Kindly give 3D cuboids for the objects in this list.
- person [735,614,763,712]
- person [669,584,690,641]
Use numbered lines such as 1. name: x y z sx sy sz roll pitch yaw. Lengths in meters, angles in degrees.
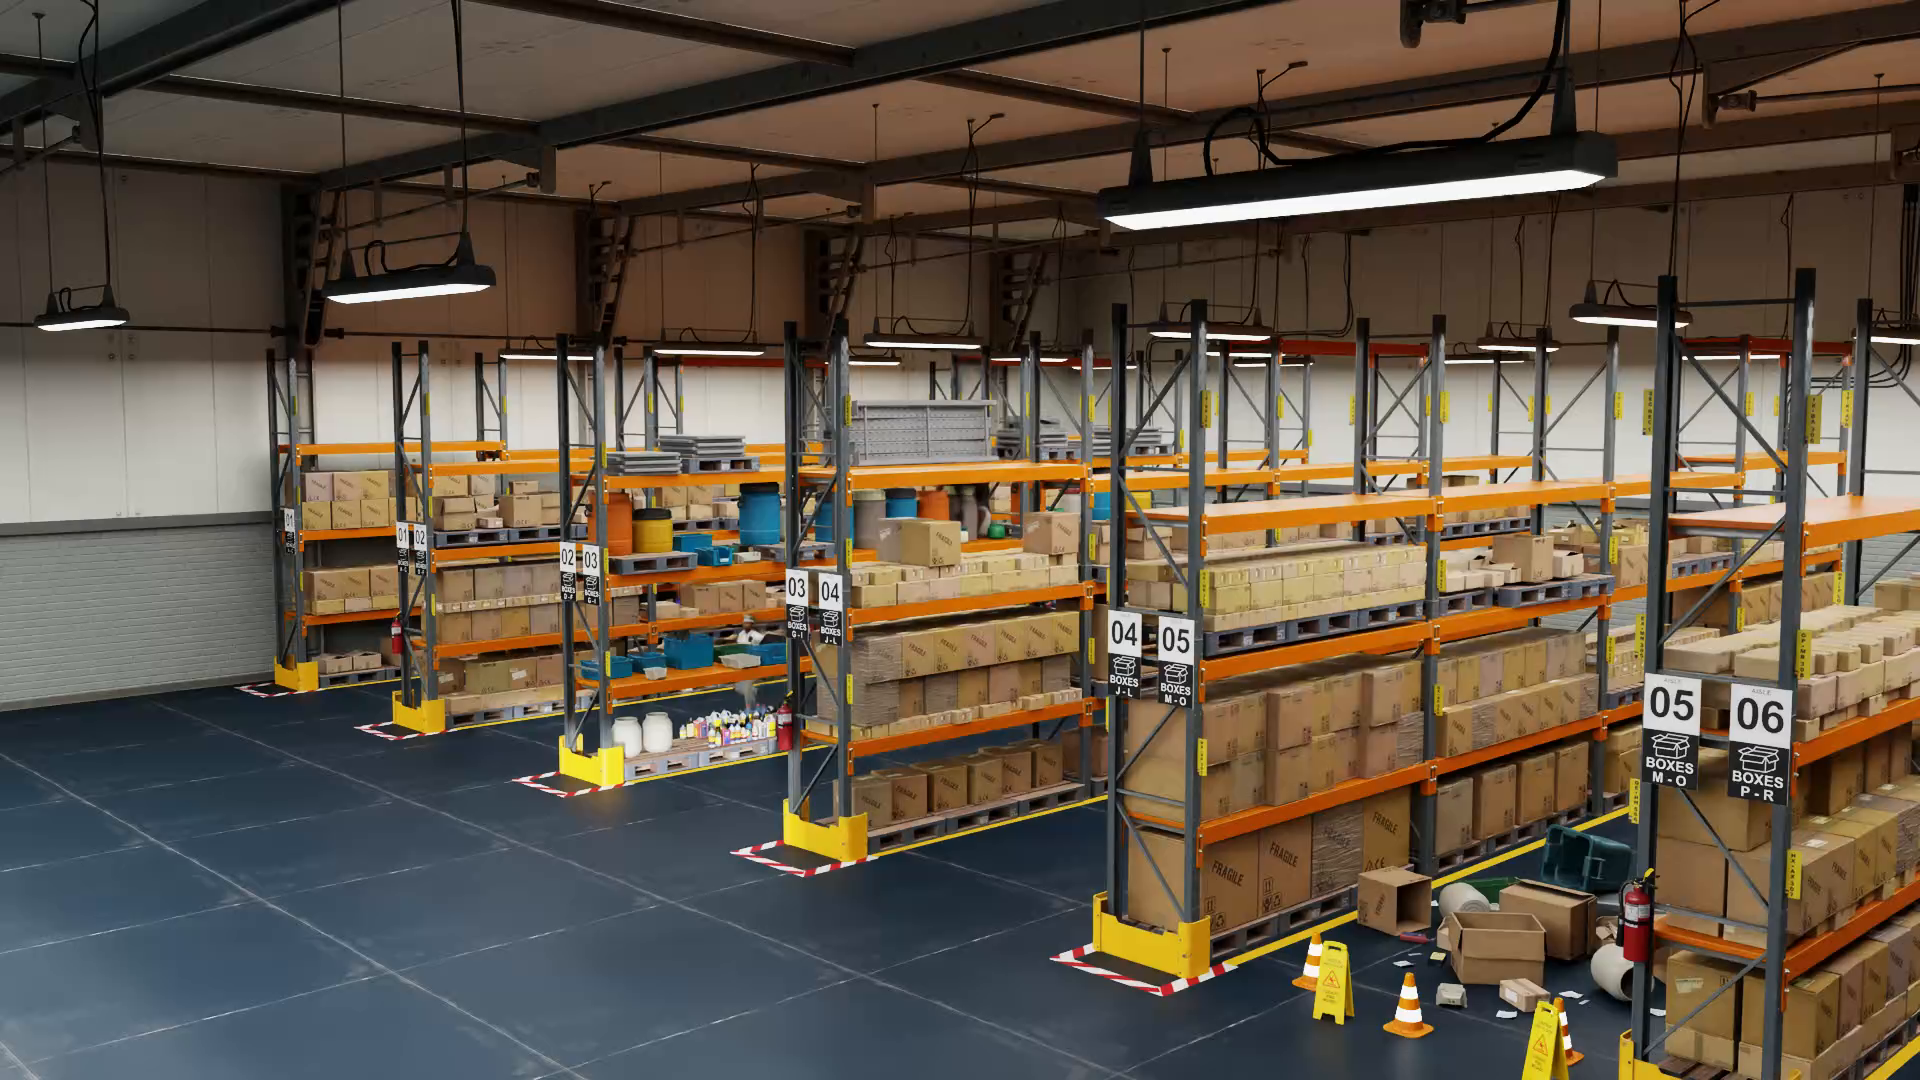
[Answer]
1. person: -3.410 2.019 26.934 0.581 1.660 0.560 3 6 29
2. person: -5.281 1.628 31.614 0.592 1.604 0.576 -4 7 -41
